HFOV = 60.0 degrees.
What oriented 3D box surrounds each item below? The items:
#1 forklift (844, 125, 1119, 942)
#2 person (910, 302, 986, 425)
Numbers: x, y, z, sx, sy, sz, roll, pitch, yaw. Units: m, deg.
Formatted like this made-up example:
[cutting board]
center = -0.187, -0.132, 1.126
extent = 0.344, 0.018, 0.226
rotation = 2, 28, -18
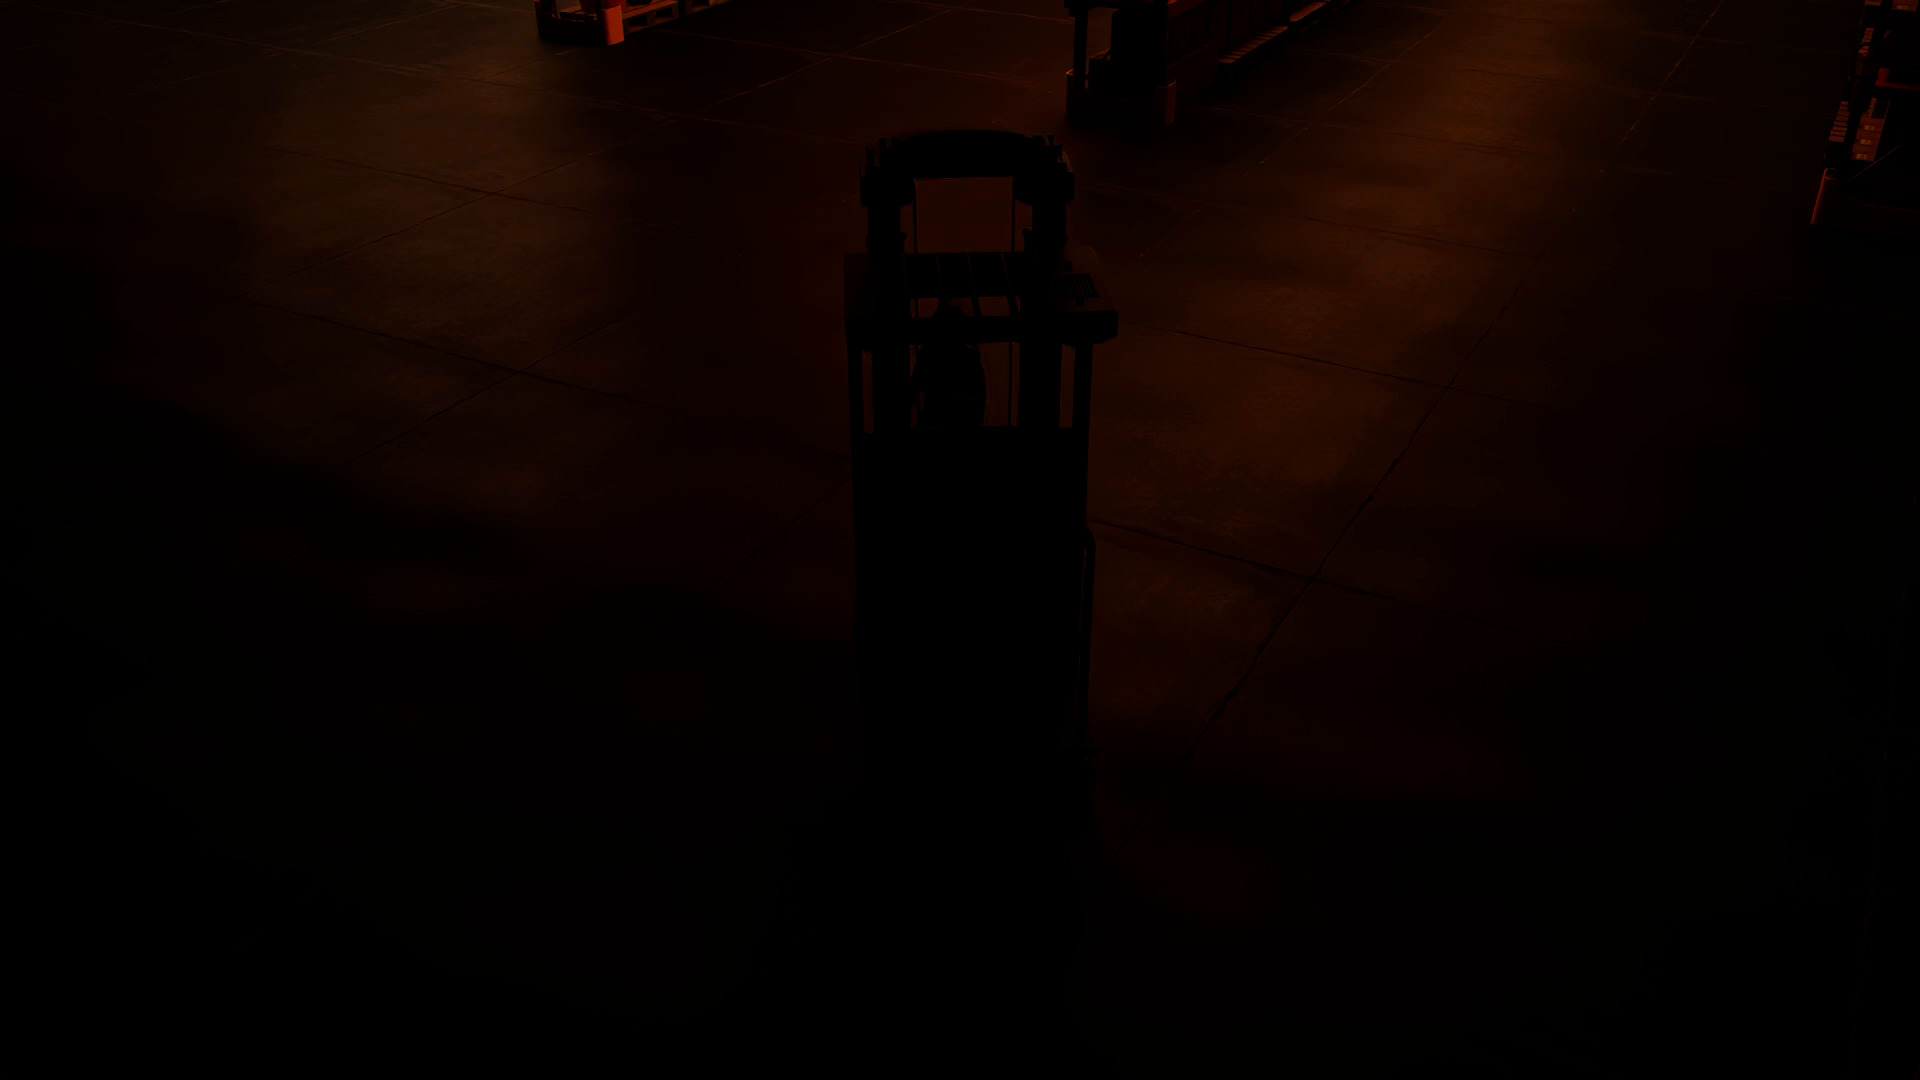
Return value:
[forklift]
center = 0.061, -0.216, 7.444
extent = 1.130, 2.935, 3.031
rotation = -2, 30, -3
[person]
center = -0.163, -0.575, 9.445
extent = 0.565, 1.553, 0.558
rotation = 21, 36, 32
